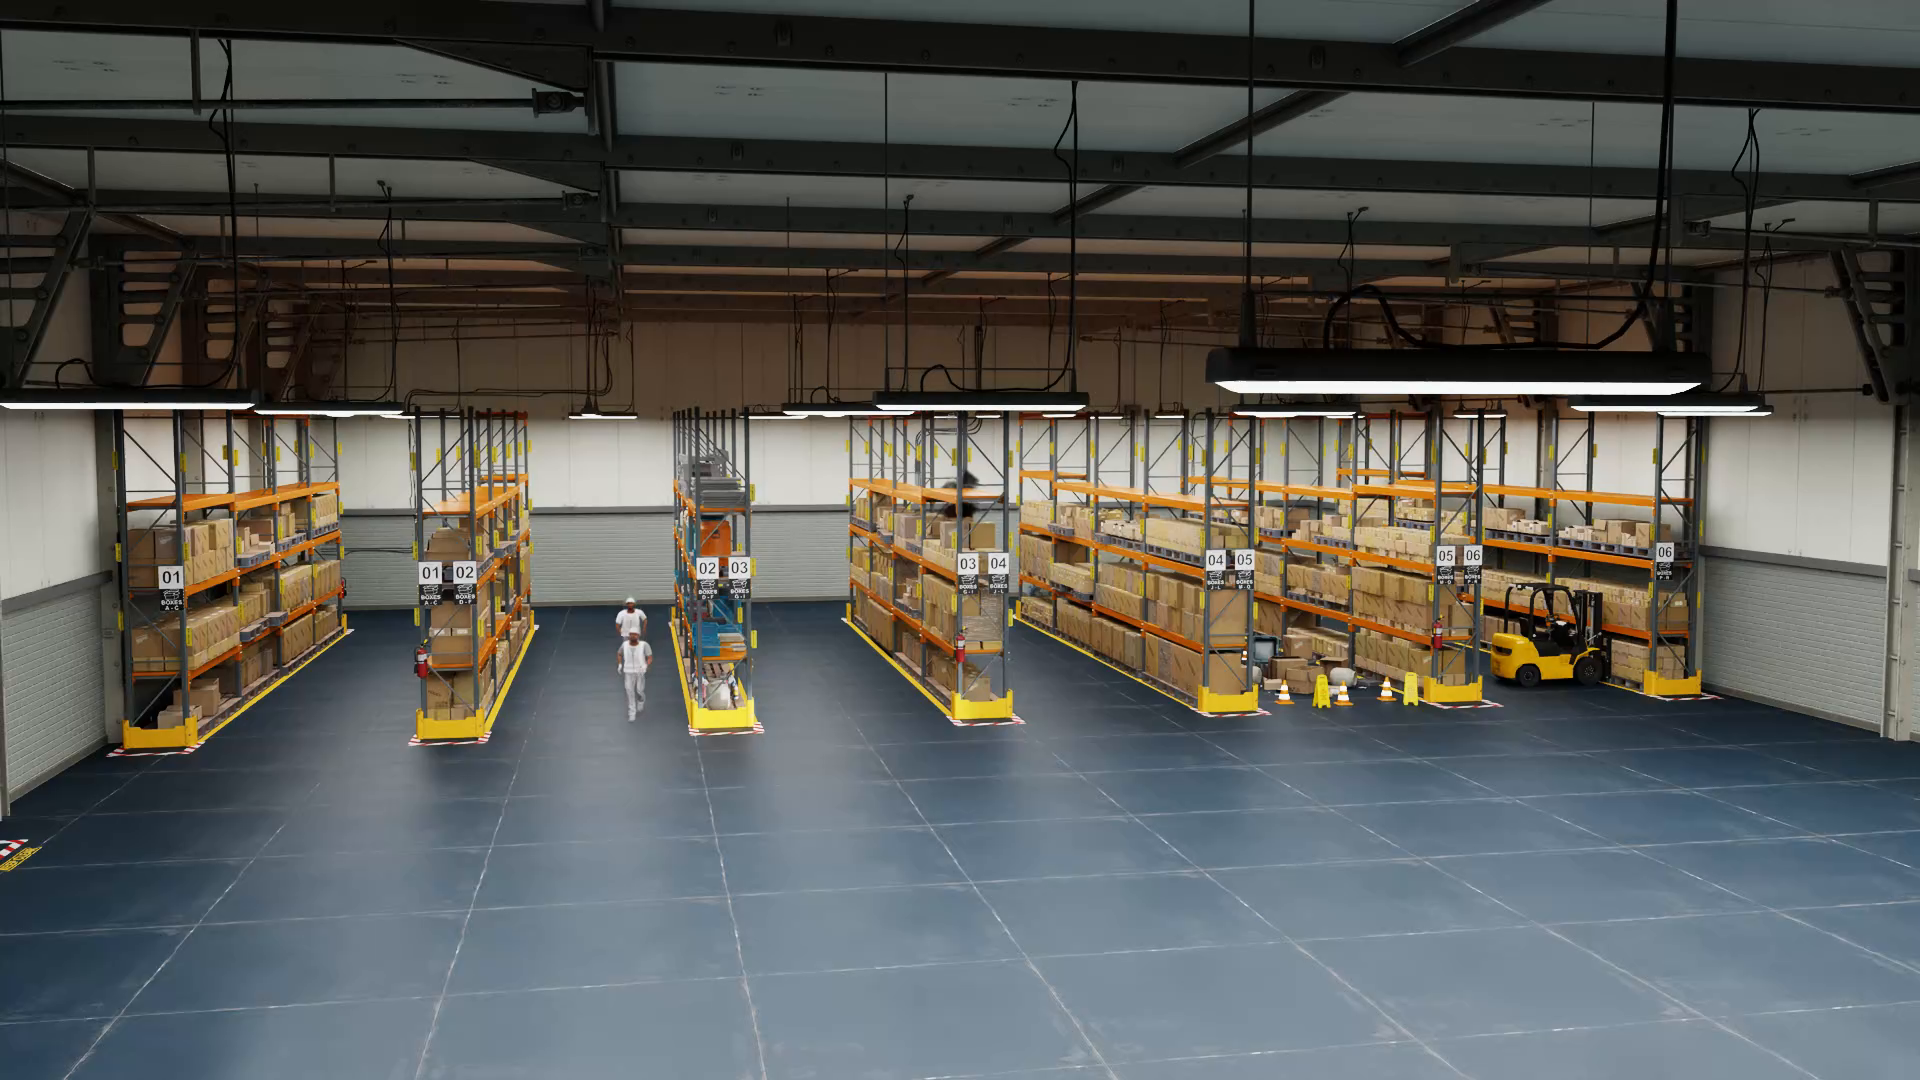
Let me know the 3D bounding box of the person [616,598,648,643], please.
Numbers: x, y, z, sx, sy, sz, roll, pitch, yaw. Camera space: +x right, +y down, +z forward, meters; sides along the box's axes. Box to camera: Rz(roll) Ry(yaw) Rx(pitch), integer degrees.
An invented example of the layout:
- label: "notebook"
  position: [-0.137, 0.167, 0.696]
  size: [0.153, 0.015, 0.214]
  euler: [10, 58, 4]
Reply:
- label: "person"
  position: [-7.462, 2.174, 37.803]
  size: [0.713, 1.736, 0.897]
  euler: [-1, 4, -10]

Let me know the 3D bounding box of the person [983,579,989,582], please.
- label: "person"
  position: [0.586, 1.475, 47.659]
  size: [0.711, 1.806, 0.794]
  euler: [0, 4, 6]

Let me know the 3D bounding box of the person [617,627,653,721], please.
- label: "person"
  position: [-6.280, 2.558, 32.109]
  size: [0.702, 1.774, 0.863]
  euler: [0, 4, -5]

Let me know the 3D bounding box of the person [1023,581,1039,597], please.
- label: "person"
  position: [2.240, 1.335, 49.649]
  size: [0.609, 1.719, 0.693]
  euler: [-1, 4, -18]
